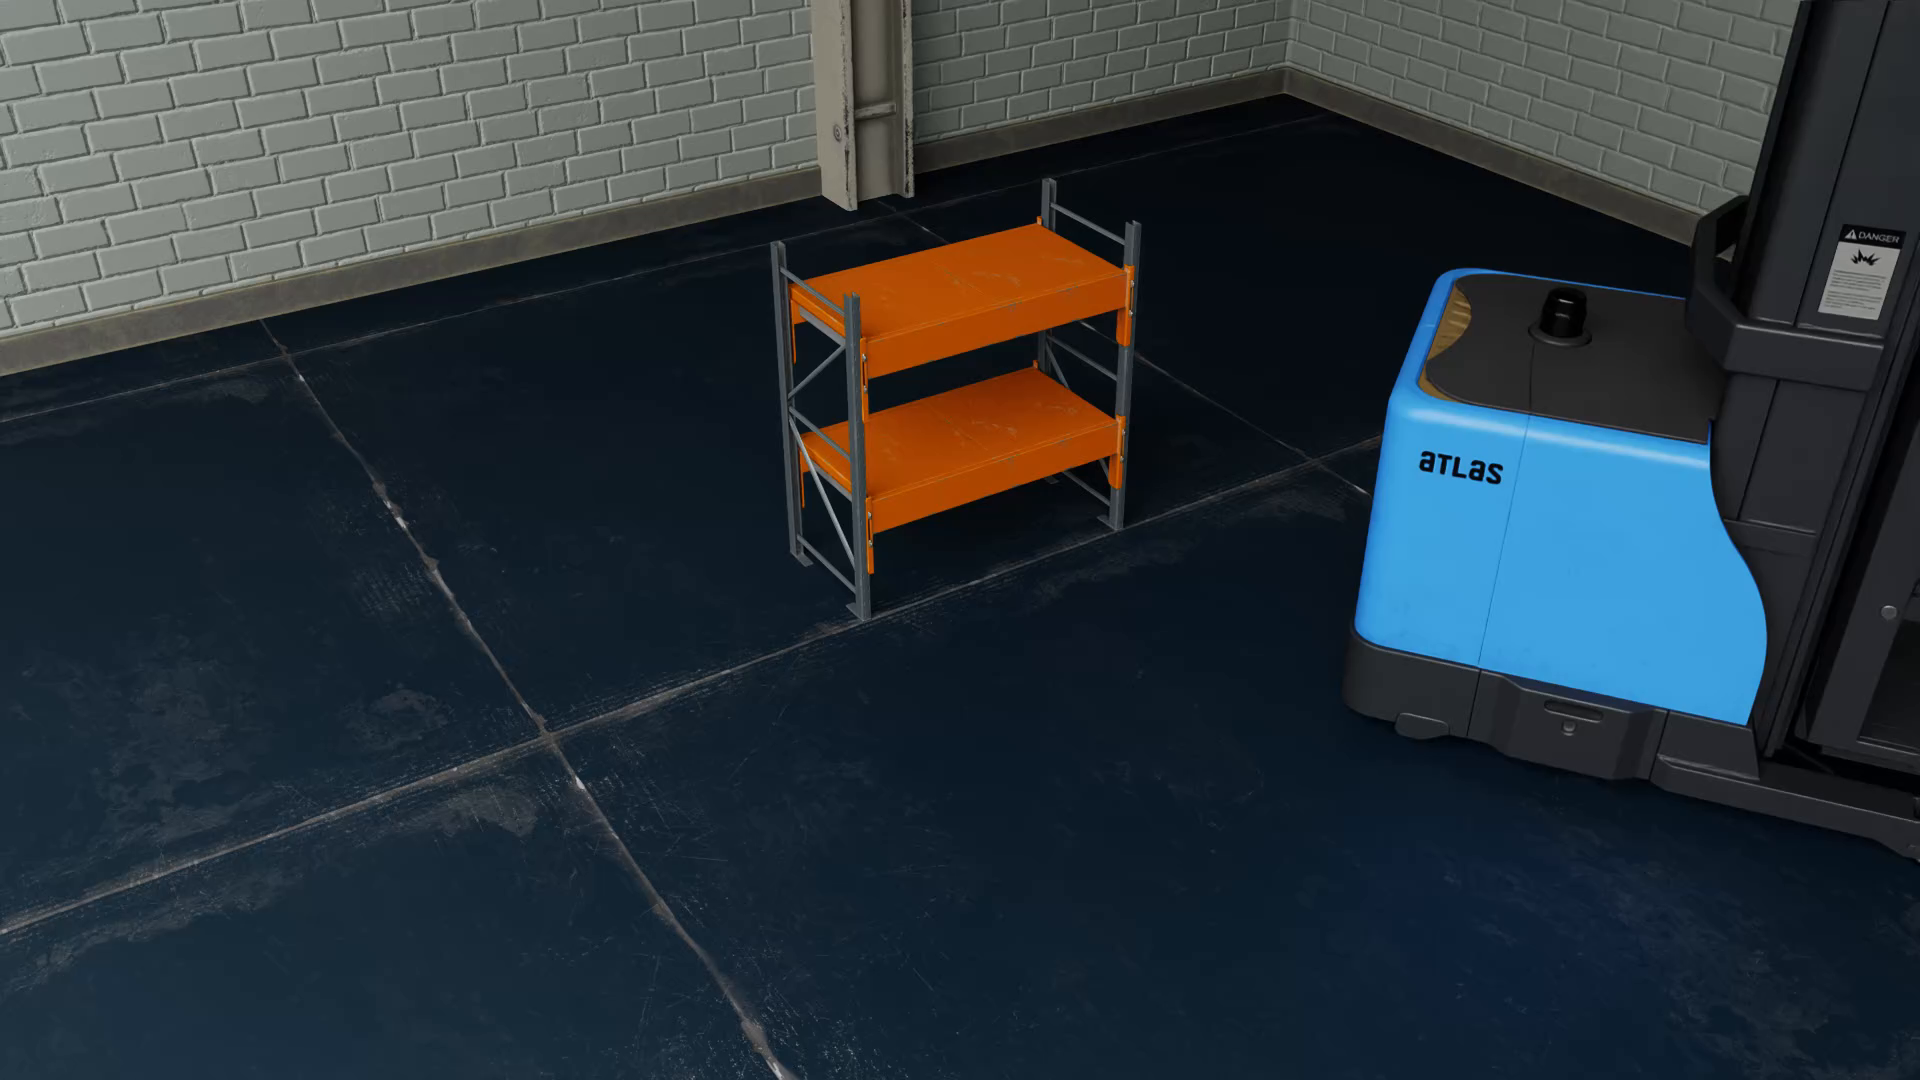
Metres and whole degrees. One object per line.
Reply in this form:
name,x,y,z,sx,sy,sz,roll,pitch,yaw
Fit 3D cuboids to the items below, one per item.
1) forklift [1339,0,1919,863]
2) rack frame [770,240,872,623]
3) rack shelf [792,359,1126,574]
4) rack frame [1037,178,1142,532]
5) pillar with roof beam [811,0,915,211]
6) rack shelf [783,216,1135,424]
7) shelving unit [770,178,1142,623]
forklift,2.686,-0.649,4.031,3.031,2.935,1.130,12,34,18
rack frame,-0.433,-0.327,5.214,0.032,1.125,0.500,-19,37,-27
rack shelf,-0.006,-0.267,5.577,1.000,0.278,0.538,-19,37,-27
rack frame,0.422,-0.621,5.680,0.032,1.125,0.500,-19,37,-27
pillar with roof beam,1.854,-3.658,3.114,0.400,9.000,9.100,-19,37,-27
rack shelf,-0.006,-0.721,5.291,1.000,0.278,0.538,-19,37,-27
shelving unit,-0.006,-0.474,5.447,1.048,1.125,0.538,-19,37,-27
